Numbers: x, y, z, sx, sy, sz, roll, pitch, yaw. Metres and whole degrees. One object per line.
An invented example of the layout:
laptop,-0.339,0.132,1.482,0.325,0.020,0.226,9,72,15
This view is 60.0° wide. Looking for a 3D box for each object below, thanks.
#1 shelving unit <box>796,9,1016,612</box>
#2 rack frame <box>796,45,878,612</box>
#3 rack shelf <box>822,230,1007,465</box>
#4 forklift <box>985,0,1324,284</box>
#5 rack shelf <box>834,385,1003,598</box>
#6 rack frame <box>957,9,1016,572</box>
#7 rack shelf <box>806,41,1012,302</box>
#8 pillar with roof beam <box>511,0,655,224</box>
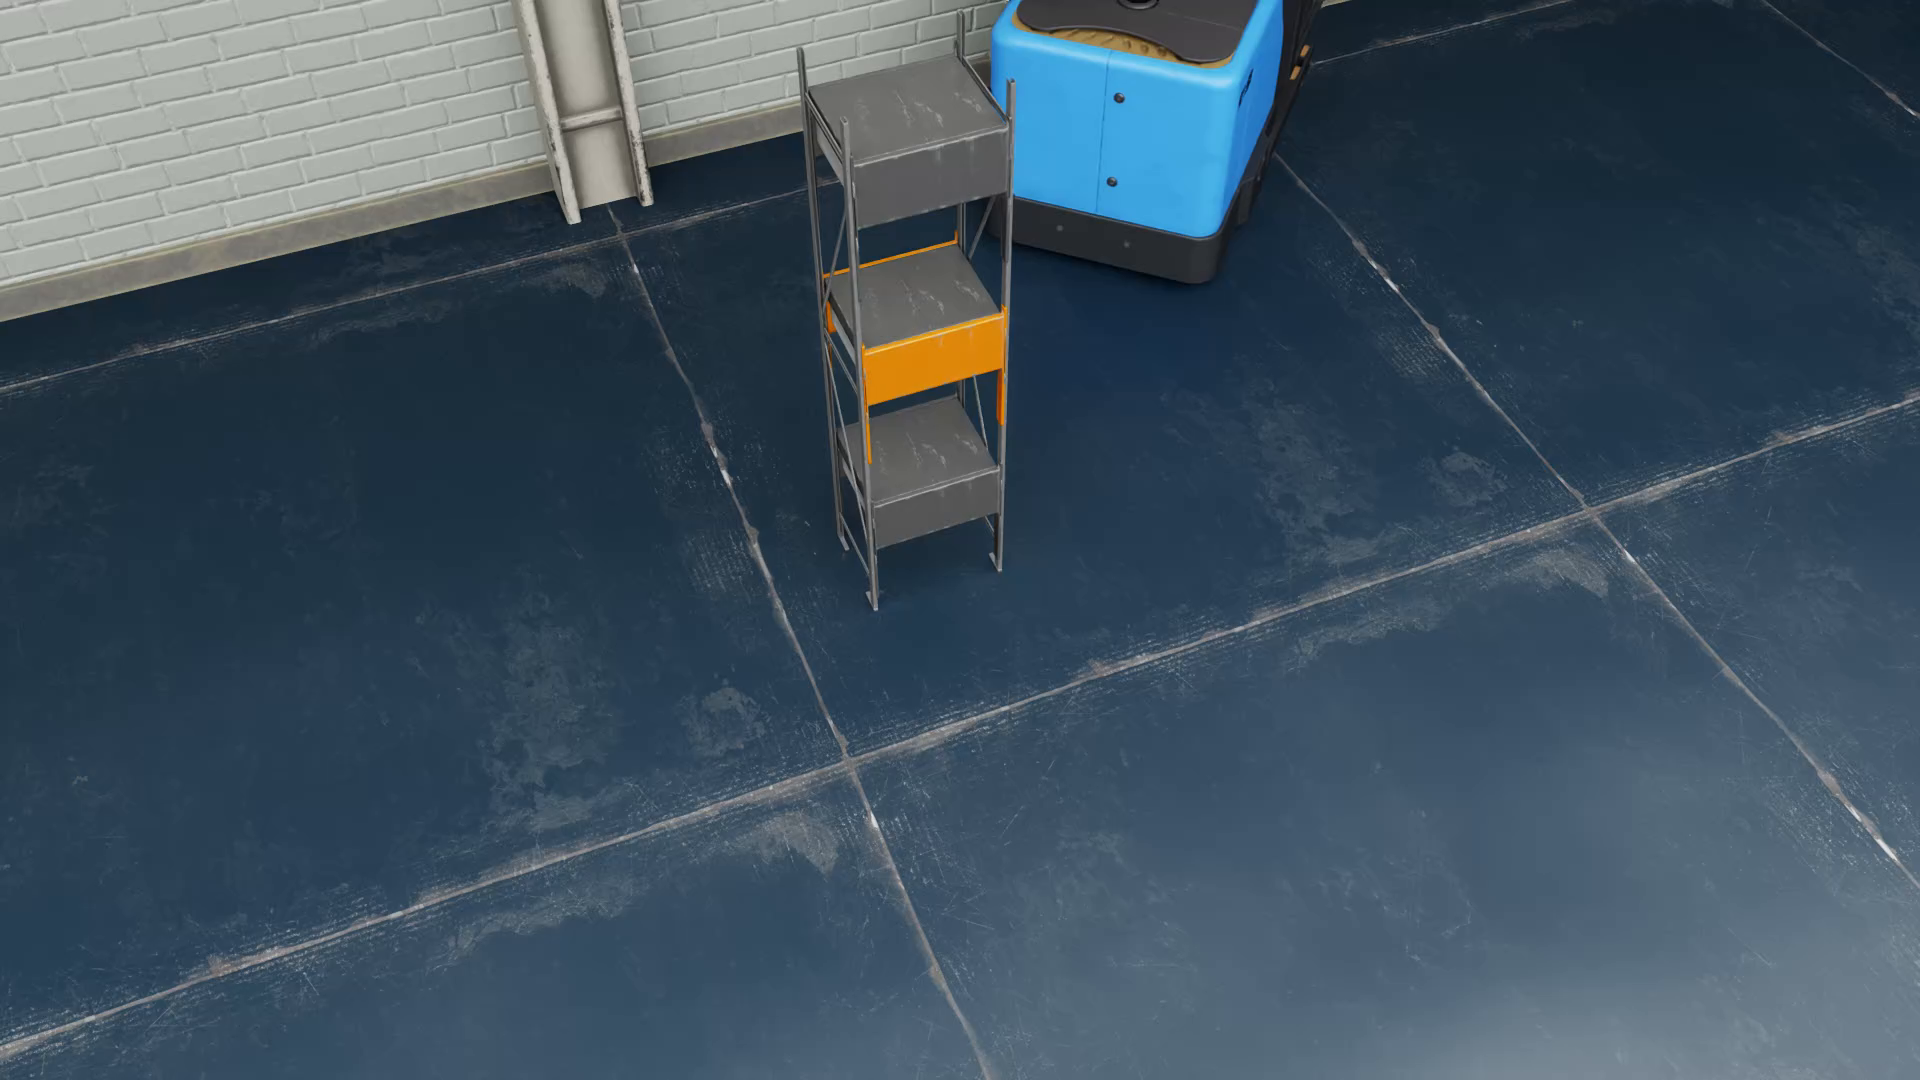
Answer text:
shelving unit,-0.153,-0.637,5.413,0.503,2.100,0.431,-17,52,-14
rack frame,-0.379,-0.567,5.353,0.015,2.100,0.400,-17,52,-14
rack shelf,-0.153,-0.628,5.423,0.480,0.518,0.431,-17,52,-14
forklift,1.100,-3.192,7.059,1.130,2.935,3.031,16,51,13
rack shelf,-0.153,-0.172,5.954,0.480,0.518,0.431,-17,52,-14
rack frame,0.073,-0.707,5.473,0.015,2.100,0.400,-17,52,-14
rack shelf,-0.153,-1.084,4.892,0.480,0.518,0.431,-17,52,-14
pillar with roof beam,-0.003,-1.489,1.597,0.400,9.000,9.100,-17,52,-14
